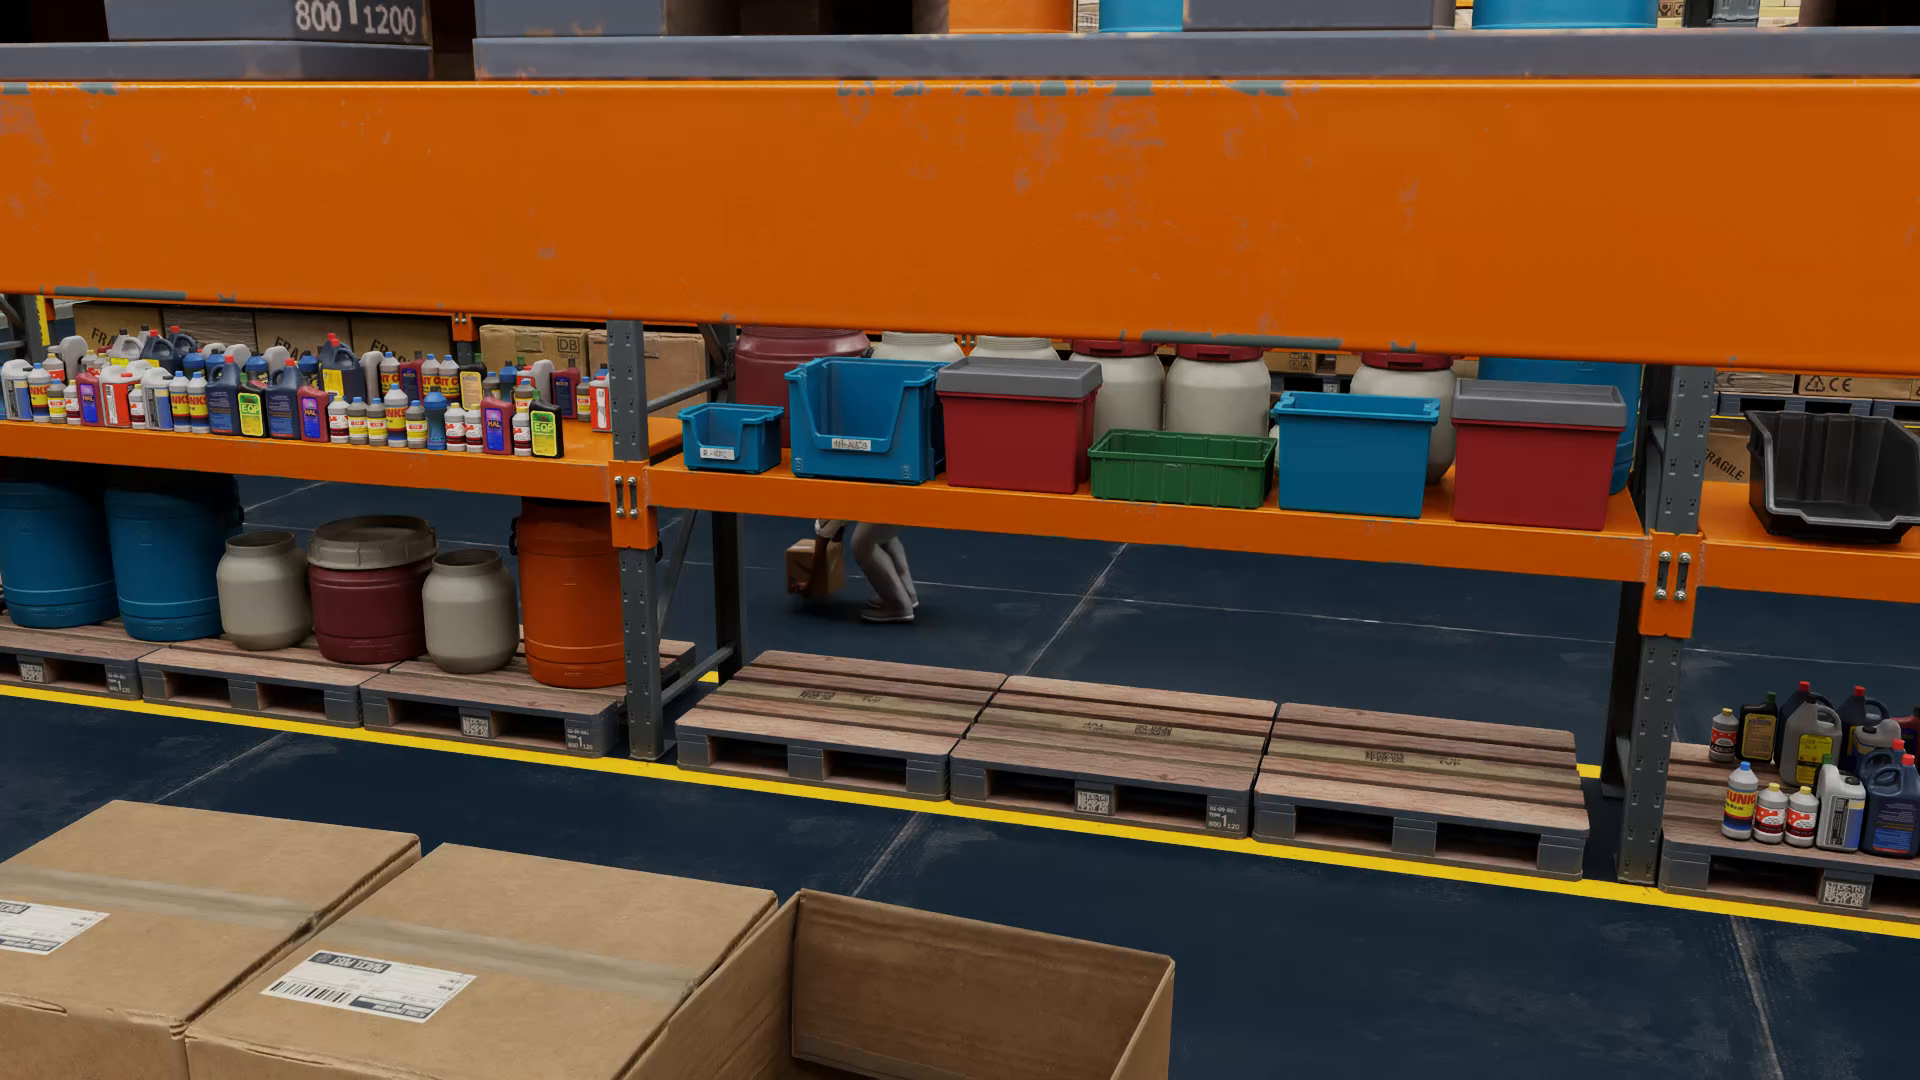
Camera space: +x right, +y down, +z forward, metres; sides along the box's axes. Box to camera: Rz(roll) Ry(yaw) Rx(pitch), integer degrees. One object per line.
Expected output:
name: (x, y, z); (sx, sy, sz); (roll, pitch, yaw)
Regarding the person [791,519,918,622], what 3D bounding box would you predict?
person: (-0.527, -0.057, 9.098); (0.914, 0.949, 0.452); (4, 16, 13)
